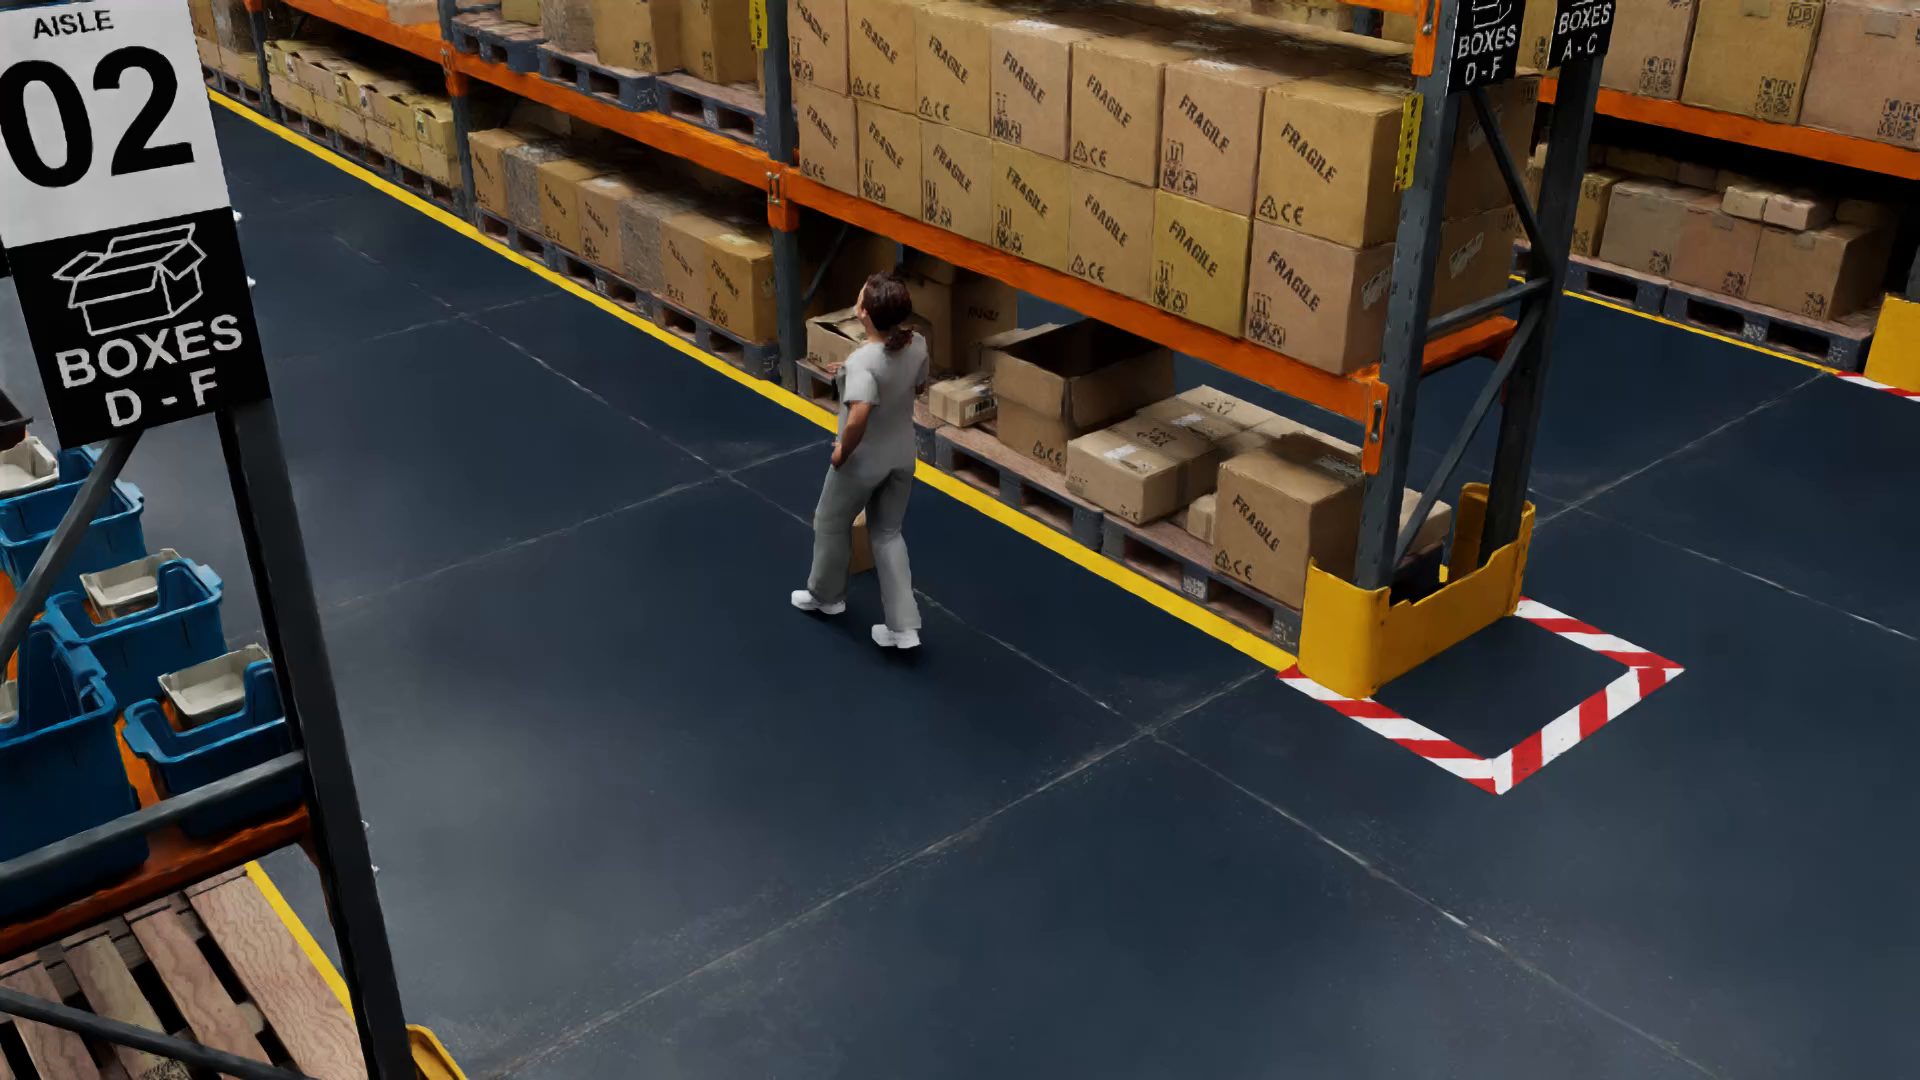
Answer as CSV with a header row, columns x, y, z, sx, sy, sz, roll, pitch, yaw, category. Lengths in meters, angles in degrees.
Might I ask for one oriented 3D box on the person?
x,y,z,sx,sy,sz,roll,pitch,yaw,category
-0.410,-0.348,6.793,0.531,1.648,0.788,-18,33,-30,person
